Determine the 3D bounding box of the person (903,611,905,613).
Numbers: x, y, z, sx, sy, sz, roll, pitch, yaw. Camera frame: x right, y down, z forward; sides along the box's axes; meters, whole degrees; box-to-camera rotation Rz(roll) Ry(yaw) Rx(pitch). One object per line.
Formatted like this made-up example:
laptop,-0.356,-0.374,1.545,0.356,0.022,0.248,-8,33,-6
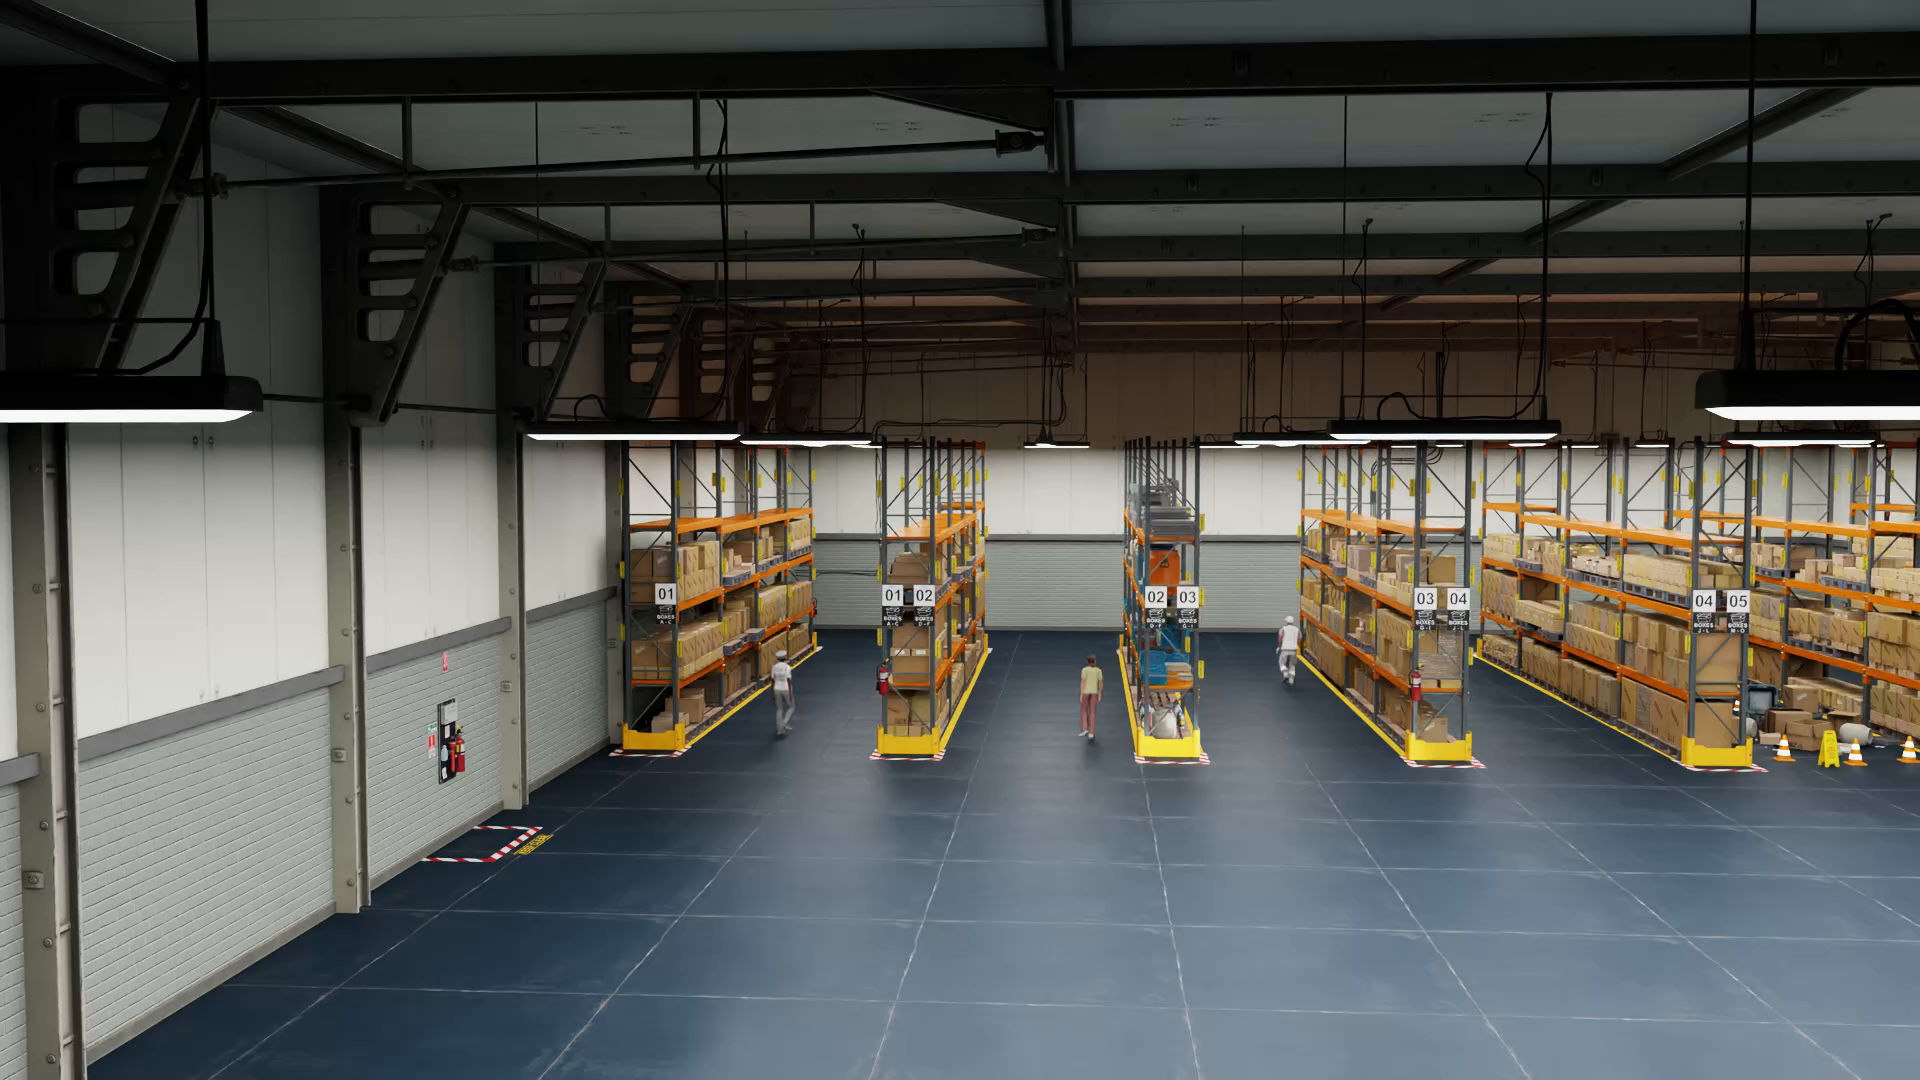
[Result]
person,-1.573,2.307,47.312,0.733,1.787,0.582,-3,4,-43

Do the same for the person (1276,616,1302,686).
person,8.058,2.711,40.737,0.640,1.681,0.792,0,3,4

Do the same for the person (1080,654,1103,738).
person,2.625,3.138,33.231,0.458,1.715,0.595,0,3,0

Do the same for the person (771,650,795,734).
person,-3.593,3.078,33.642,0.508,1.673,0.457,1,3,15
